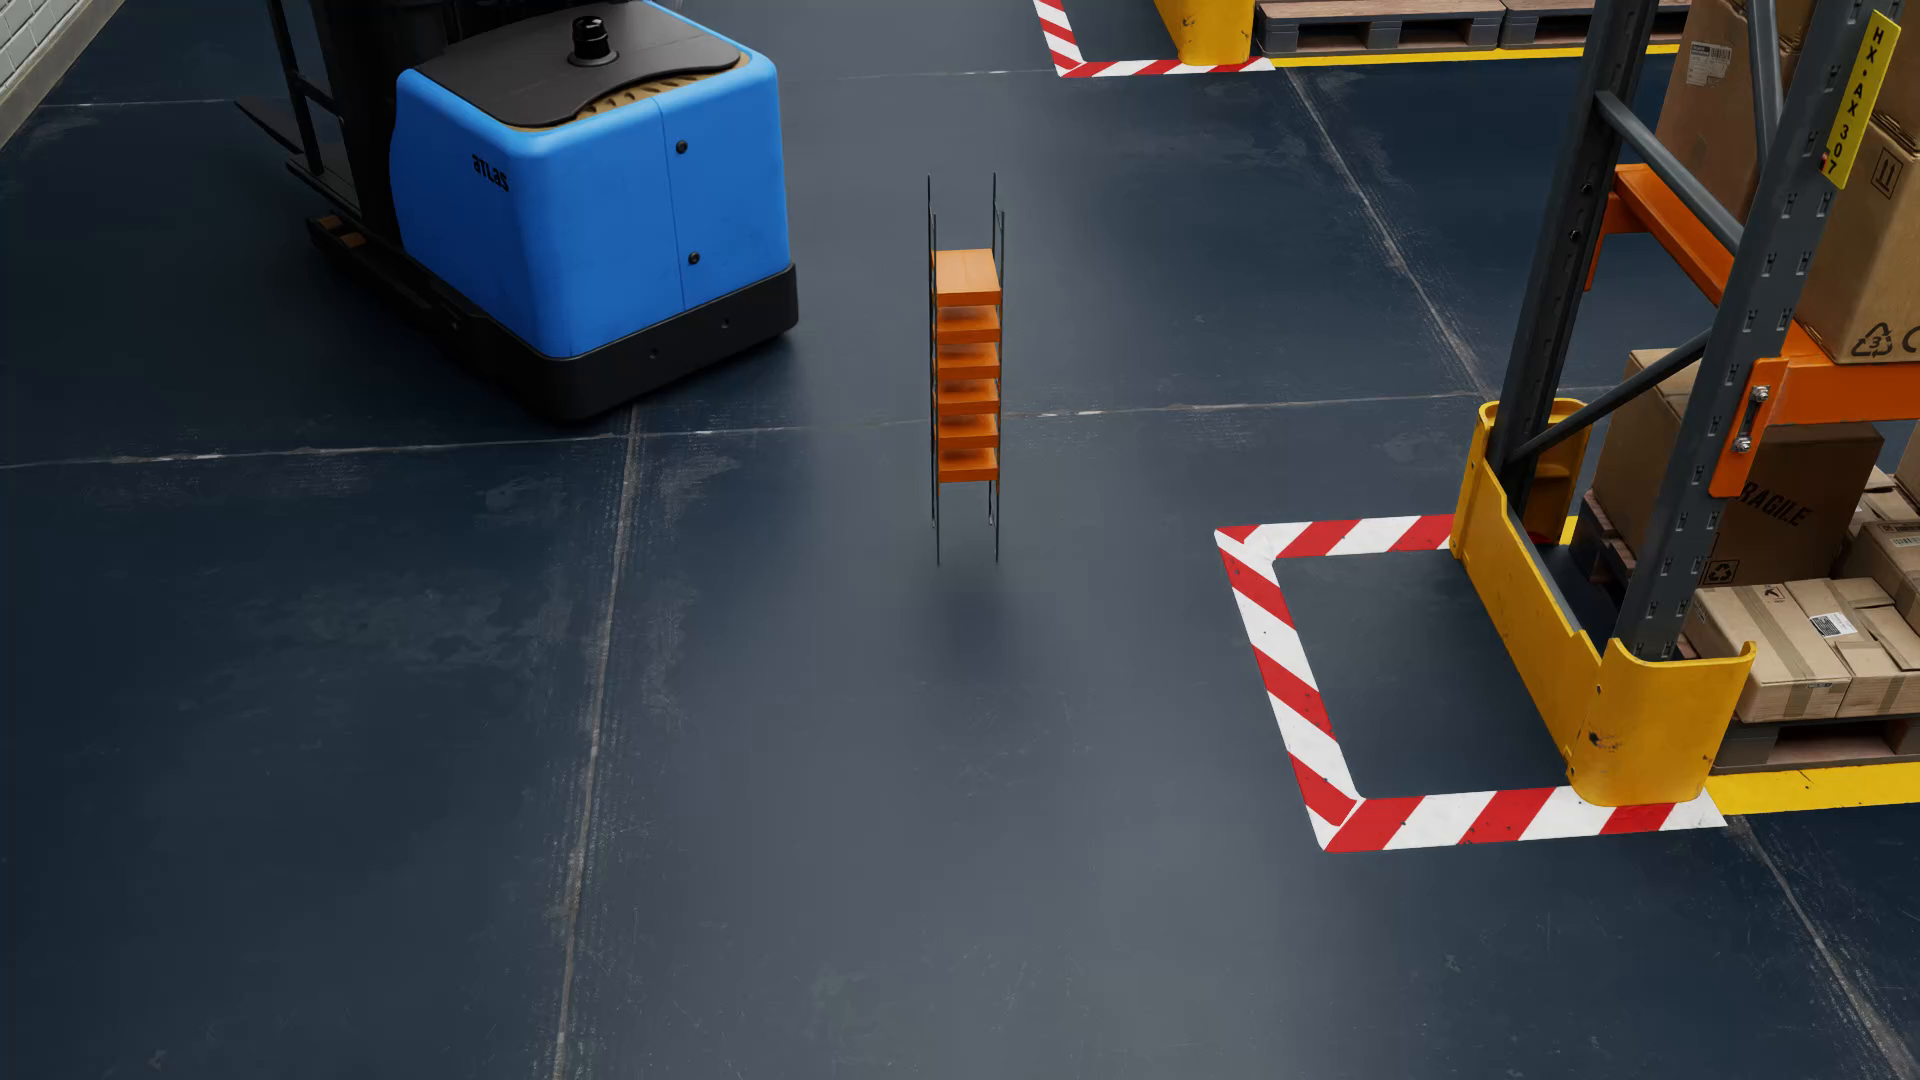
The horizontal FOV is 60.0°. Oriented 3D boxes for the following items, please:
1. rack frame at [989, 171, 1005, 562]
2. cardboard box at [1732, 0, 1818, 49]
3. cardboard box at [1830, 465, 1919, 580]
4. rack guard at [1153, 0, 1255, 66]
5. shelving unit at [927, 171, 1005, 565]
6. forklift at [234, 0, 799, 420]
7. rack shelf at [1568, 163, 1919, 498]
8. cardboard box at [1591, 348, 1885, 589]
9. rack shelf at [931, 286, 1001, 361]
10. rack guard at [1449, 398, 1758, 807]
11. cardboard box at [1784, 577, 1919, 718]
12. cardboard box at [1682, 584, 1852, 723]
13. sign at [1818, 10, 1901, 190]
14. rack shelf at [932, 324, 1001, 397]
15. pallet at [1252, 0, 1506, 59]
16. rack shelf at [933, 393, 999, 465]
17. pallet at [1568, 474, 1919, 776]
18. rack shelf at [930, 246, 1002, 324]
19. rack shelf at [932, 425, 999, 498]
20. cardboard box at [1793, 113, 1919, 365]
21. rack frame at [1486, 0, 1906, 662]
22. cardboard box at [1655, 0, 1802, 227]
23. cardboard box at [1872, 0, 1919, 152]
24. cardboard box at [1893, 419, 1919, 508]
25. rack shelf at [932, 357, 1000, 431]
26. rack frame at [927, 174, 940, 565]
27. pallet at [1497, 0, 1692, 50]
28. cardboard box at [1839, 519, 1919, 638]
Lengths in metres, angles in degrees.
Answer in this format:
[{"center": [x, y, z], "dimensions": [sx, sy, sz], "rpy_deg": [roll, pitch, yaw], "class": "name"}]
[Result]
[{"center": [0.106, -0.477, 4.886], "dimensions": [0.006, 1.200, 0.240], "rpy_deg": [-3, 38, -4], "class": "rack frame"}, {"center": [2.097, -1.465, 3.798], "dimensions": [0.500, 0.500, 0.500], "rpy_deg": [-3, 38, -4], "class": "cardboard box"}, {"center": [2.609, -0.048, 4.822], "dimensions": [0.250, 0.166, 0.380], "rpy_deg": [-3, 38, -4], "class": "cardboard box"}, {"center": [1.221, -2.905, 8.528], "dimensions": [0.348, 0.500, 1.175], "rpy_deg": [-3, 38, -4], "class": "rack guard"}, {"center": [0.014, -0.472, 4.879], "dimensions": [0.189, 1.200, 0.258], "rpy_deg": [-3, 38, -4], "class": "shelving unit"}, {"center": [-1.960, -2.386, 5.907], "dimensions": [1.130, 2.935, 3.031], "rpy_deg": [-29, 47, -32], "class": "forklift"}, {"center": [3.670, -0.667, 4.254], "dimensions": [4.000, 0.370, 1.077], "rpy_deg": [-3, 38, -4], "class": "rack shelf"}, {"center": [2.198, -0.213, 4.761], "dimensions": [0.500, 0.500, 0.500], "rpy_deg": [-3, 38, -4], "class": "cardboard box"}, {"center": [0.014, -0.625, 4.758], "dimensions": [0.180, 0.103, 0.258], "rpy_deg": [-3, 38, -4], "class": "rack shelf"}, {"center": [1.754, 0.138, 4.672], "dimensions": [0.348, 0.500, 1.175], "rpy_deg": [-3, 38, -4], "class": "rack guard"}, {"center": [2.375, 0.275, 4.411], "dimensions": [0.250, 0.166, 0.380], "rpy_deg": [-3, 38, -4], "class": "cardboard box"}, {"center": [2.126, 0.296, 4.400], "dimensions": [0.250, 0.149, 0.380], "rpy_deg": [-3, 38, -4], "class": "cardboard box"}, {"center": [1.727, -0.845, 3.200], "dimensions": [0.005, 0.325, 0.100], "rpy_deg": [-3, 38, -4], "class": "sign"}, {"center": [0.014, -0.531, 4.833], "dimensions": [0.180, 0.103, 0.258], "rpy_deg": [-3, 38, -4], "class": "rack shelf"}, {"center": [2.068, -2.822, 8.657], "dimensions": [1.213, 0.211, 1.003], "rpy_deg": [-3, 38, -4], "class": "pallet"}, {"center": [0.014, -0.343, 4.981], "dimensions": [0.180, 0.103, 0.258], "rpy_deg": [-3, 38, -4], "class": "rack shelf"}, {"center": [2.548, 0.207, 4.818], "dimensions": [1.213, 0.211, 1.003], "rpy_deg": [-3, 38, -4], "class": "pallet"}, {"center": [0.014, -0.720, 4.684], "dimensions": [0.180, 0.103, 0.258], "rpy_deg": [-3, 38, -4], "class": "rack shelf"}, {"center": [0.014, -0.249, 5.056], "dimensions": [0.180, 0.103, 0.258], "rpy_deg": [-3, 38, -4], "class": "rack shelf"}, {"center": [2.144, -0.740, 3.686], "dimensions": [0.500, 0.500, 0.500], "rpy_deg": [-2, 38, -3], "class": "cardboard box"}, {"center": [1.678, -0.839, 3.892], "dimensions": [0.127, 3.000, 1.000], "rpy_deg": [-3, 38, -4], "class": "rack frame"}, {"center": [2.100, -1.071, 4.105], "dimensions": [0.500, 0.500, 0.500], "rpy_deg": [-2, 38, -3], "class": "cardboard box"}, {"center": [2.144, -1.133, 3.376], "dimensions": [0.500, 0.500, 0.500], "rpy_deg": [-2, 38, -3], "class": "cardboard box"}, {"center": [3.147, -0.148, 4.881], "dimensions": [0.500, 0.250, 0.500], "rpy_deg": [-3, 38, -4], "class": "cardboard box"}, {"center": [0.014, -0.437, 4.907], "dimensions": [0.180, 0.103, 0.258], "rpy_deg": [-3, 38, -4], "class": "rack shelf"}, {"center": [-0.077, -0.467, 4.873], "dimensions": [0.006, 1.200, 0.240], "rpy_deg": [-3, 38, -4], "class": "rack frame"}, {"center": [3.281, -2.887, 8.739], "dimensions": [1.213, 0.211, 1.003], "rpy_deg": [-3, 38, -4], "class": "pallet"}, {"center": [2.743, 0.185, 4.459], "dimensions": [0.500, 0.250, 0.500], "rpy_deg": [-3, 38, -4], "class": "cardboard box"}]
